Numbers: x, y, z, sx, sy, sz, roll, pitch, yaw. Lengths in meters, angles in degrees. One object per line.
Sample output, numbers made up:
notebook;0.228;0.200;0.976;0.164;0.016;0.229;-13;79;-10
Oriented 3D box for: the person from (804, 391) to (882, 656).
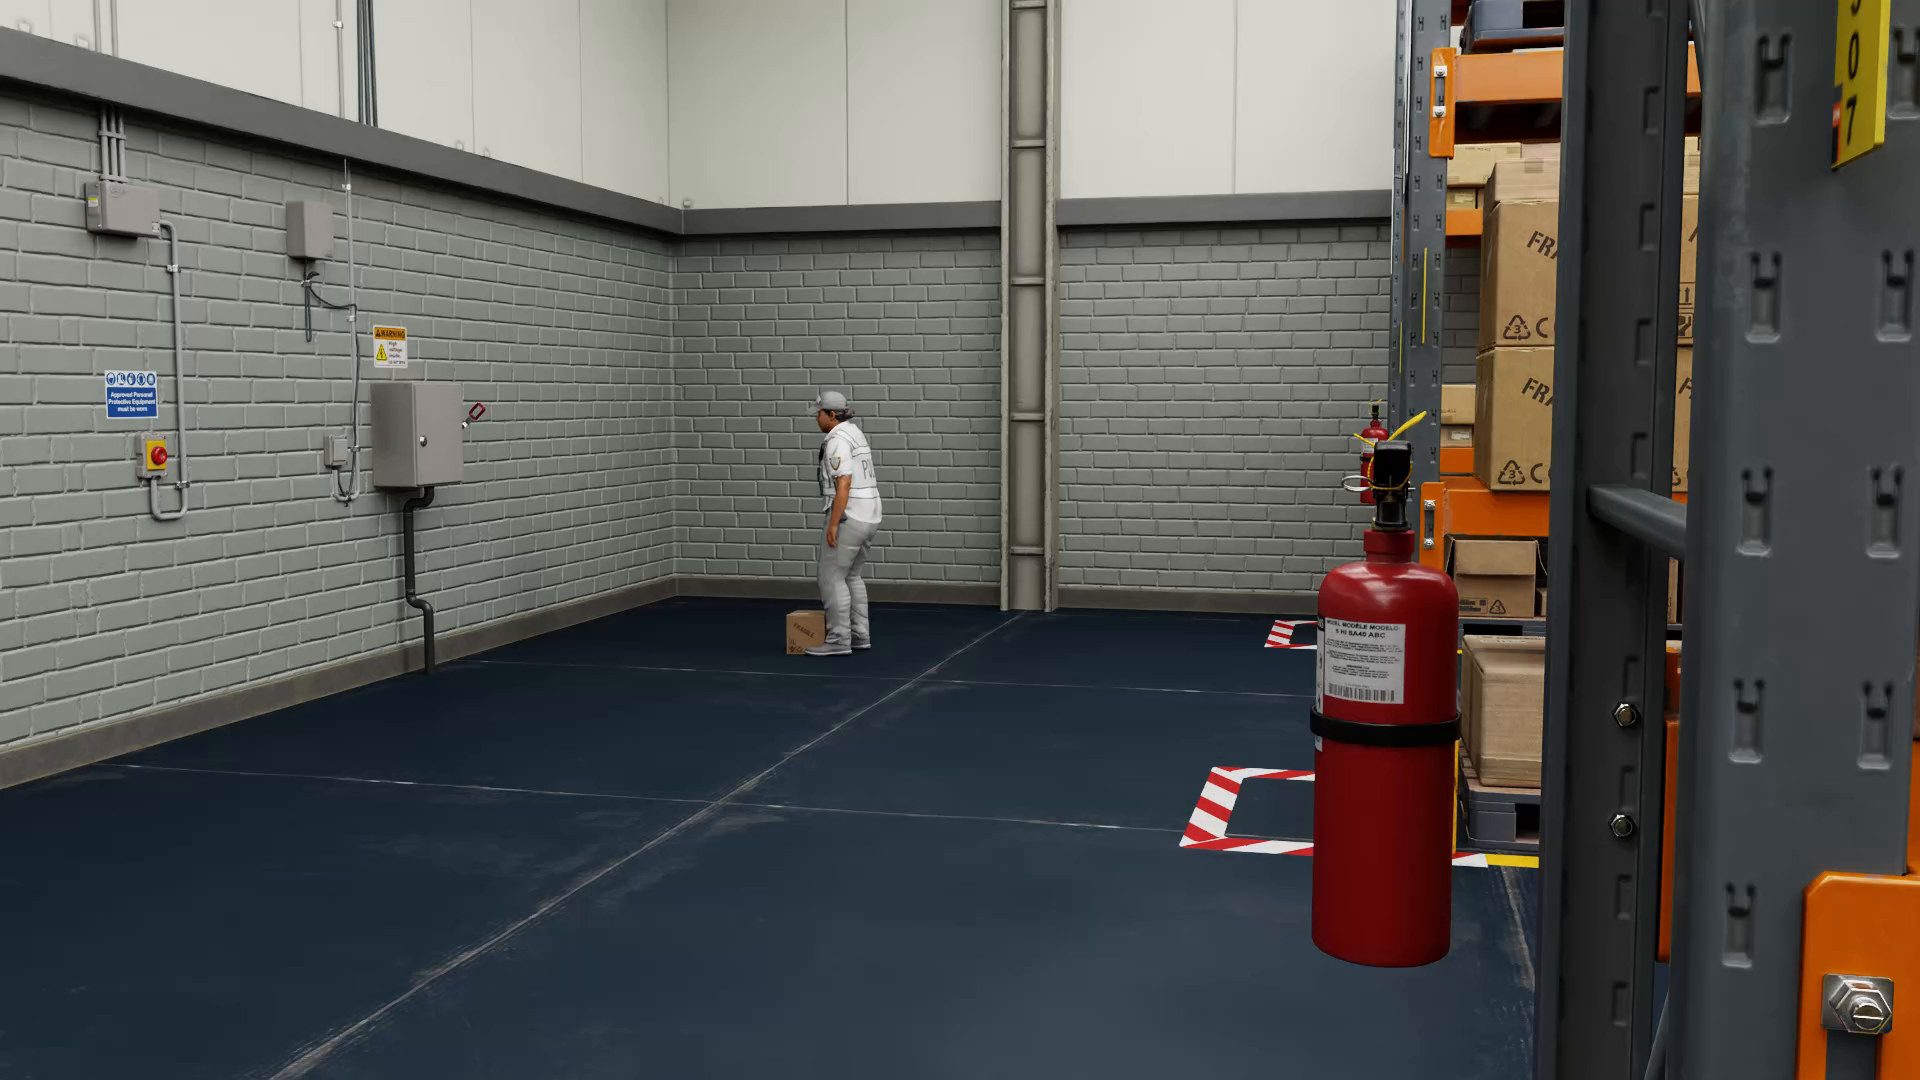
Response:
person;-0.742;-0.110;10.514;0.471;1.665;0.562;1;5;10
